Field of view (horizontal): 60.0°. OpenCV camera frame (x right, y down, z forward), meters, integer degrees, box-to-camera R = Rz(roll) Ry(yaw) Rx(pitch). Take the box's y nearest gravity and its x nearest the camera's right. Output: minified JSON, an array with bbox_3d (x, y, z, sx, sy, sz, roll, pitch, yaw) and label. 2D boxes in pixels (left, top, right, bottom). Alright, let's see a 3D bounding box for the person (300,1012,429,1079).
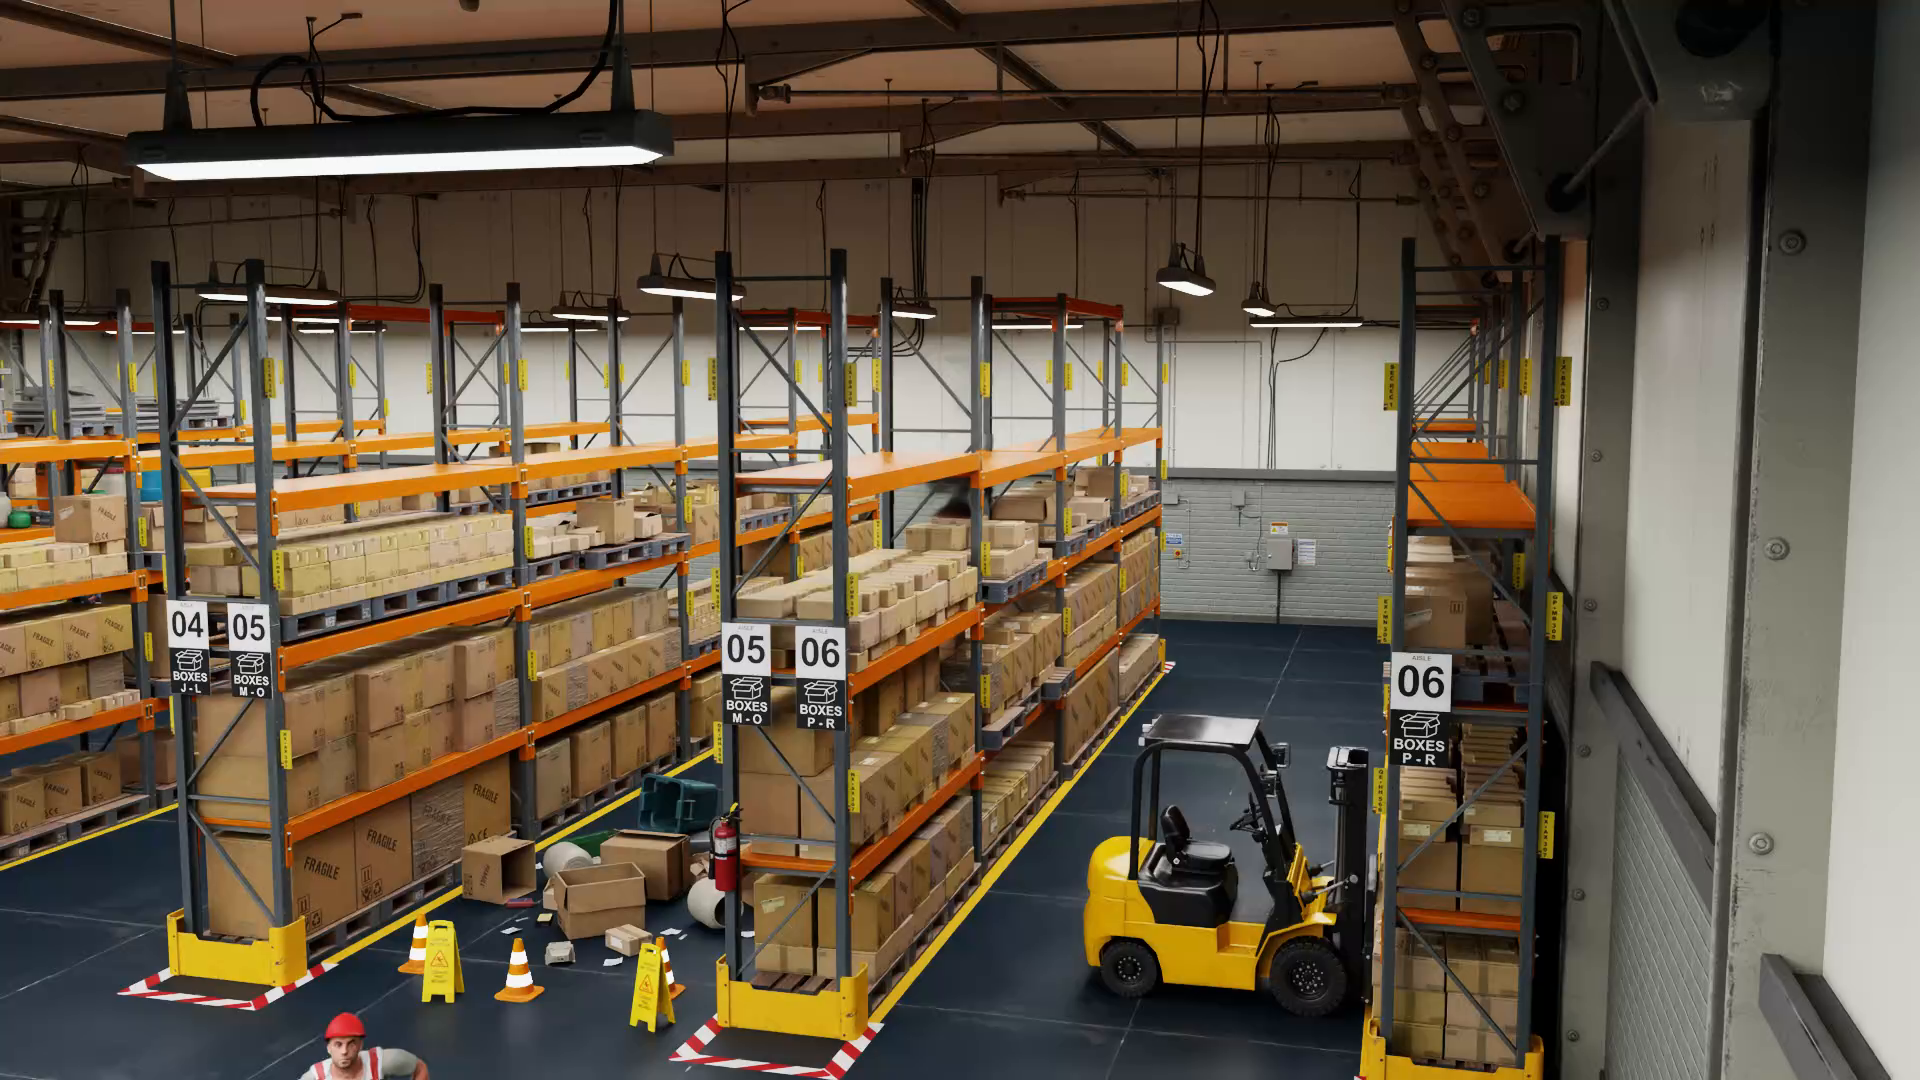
[{"bbox_3d":[-3.204,3.361,8.901,0.707,1.728,0.657,-2,6,-16],"label":"person"}]
